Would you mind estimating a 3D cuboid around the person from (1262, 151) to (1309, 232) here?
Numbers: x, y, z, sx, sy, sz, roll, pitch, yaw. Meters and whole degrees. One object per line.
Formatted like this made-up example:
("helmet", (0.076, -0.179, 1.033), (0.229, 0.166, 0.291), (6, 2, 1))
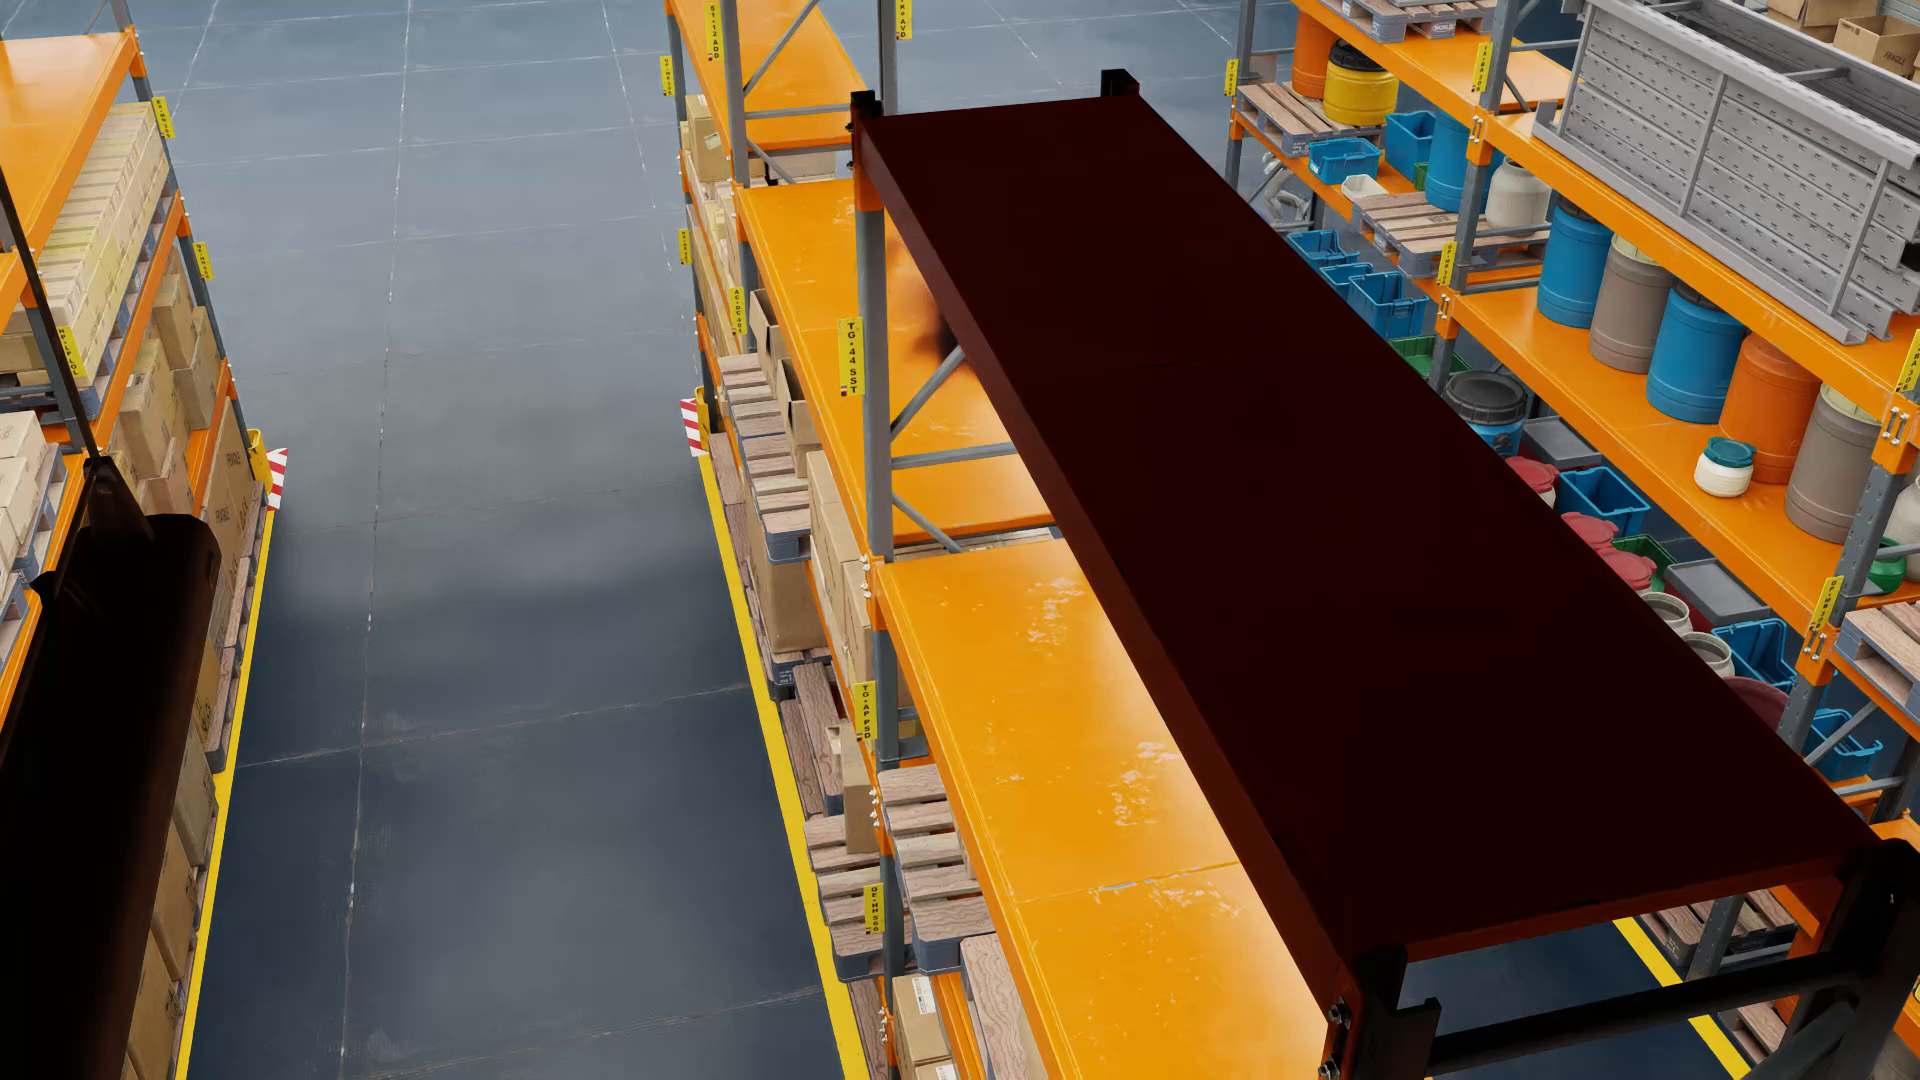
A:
("person", (3.740, -4.278, 18.919), (0.589, 1.624, 0.615), (3, 35, 5))
